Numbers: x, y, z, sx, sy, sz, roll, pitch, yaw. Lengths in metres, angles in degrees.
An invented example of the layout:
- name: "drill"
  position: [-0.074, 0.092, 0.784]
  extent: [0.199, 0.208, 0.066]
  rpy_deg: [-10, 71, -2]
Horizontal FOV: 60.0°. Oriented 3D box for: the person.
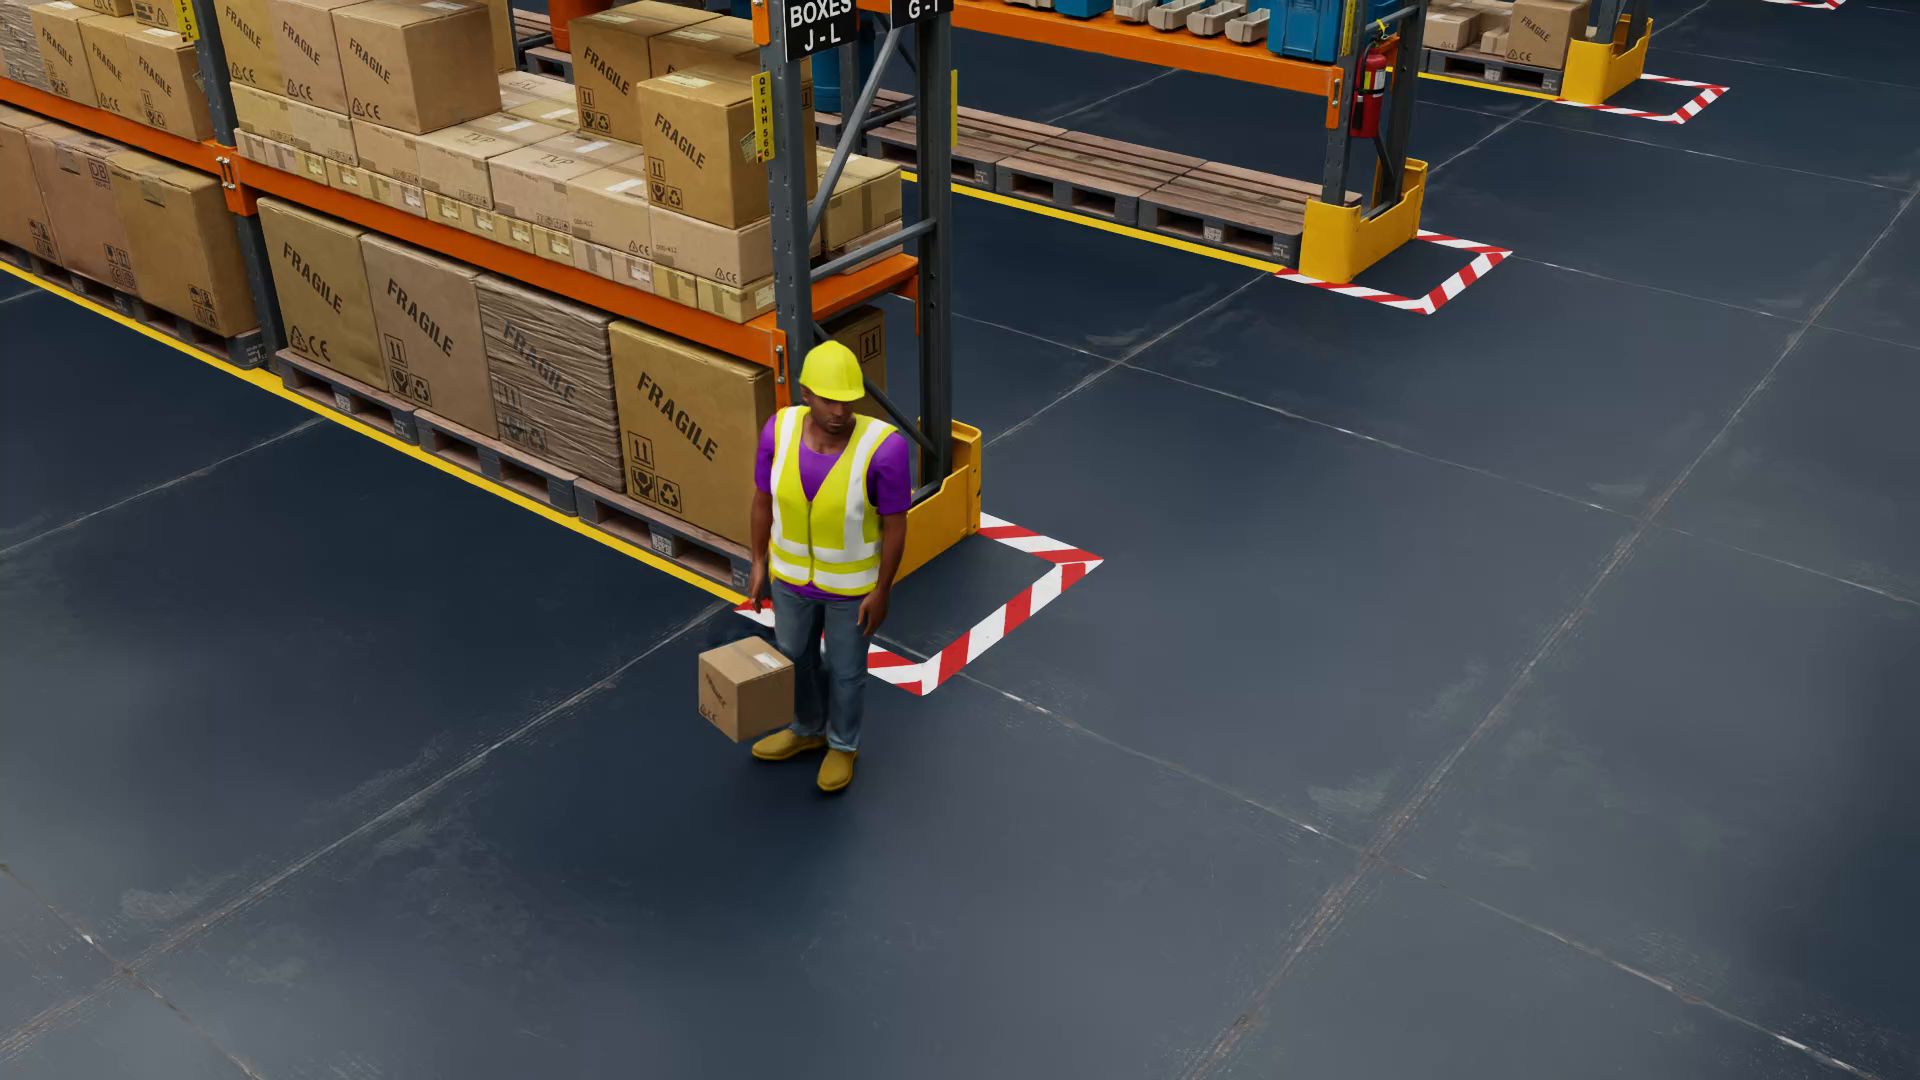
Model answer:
- name: "person"
  position: [-0.489, 0.113, 5.898]
  extent: [0.653, 1.767, 0.346]
  rpy_deg: [10, 32, 17]
